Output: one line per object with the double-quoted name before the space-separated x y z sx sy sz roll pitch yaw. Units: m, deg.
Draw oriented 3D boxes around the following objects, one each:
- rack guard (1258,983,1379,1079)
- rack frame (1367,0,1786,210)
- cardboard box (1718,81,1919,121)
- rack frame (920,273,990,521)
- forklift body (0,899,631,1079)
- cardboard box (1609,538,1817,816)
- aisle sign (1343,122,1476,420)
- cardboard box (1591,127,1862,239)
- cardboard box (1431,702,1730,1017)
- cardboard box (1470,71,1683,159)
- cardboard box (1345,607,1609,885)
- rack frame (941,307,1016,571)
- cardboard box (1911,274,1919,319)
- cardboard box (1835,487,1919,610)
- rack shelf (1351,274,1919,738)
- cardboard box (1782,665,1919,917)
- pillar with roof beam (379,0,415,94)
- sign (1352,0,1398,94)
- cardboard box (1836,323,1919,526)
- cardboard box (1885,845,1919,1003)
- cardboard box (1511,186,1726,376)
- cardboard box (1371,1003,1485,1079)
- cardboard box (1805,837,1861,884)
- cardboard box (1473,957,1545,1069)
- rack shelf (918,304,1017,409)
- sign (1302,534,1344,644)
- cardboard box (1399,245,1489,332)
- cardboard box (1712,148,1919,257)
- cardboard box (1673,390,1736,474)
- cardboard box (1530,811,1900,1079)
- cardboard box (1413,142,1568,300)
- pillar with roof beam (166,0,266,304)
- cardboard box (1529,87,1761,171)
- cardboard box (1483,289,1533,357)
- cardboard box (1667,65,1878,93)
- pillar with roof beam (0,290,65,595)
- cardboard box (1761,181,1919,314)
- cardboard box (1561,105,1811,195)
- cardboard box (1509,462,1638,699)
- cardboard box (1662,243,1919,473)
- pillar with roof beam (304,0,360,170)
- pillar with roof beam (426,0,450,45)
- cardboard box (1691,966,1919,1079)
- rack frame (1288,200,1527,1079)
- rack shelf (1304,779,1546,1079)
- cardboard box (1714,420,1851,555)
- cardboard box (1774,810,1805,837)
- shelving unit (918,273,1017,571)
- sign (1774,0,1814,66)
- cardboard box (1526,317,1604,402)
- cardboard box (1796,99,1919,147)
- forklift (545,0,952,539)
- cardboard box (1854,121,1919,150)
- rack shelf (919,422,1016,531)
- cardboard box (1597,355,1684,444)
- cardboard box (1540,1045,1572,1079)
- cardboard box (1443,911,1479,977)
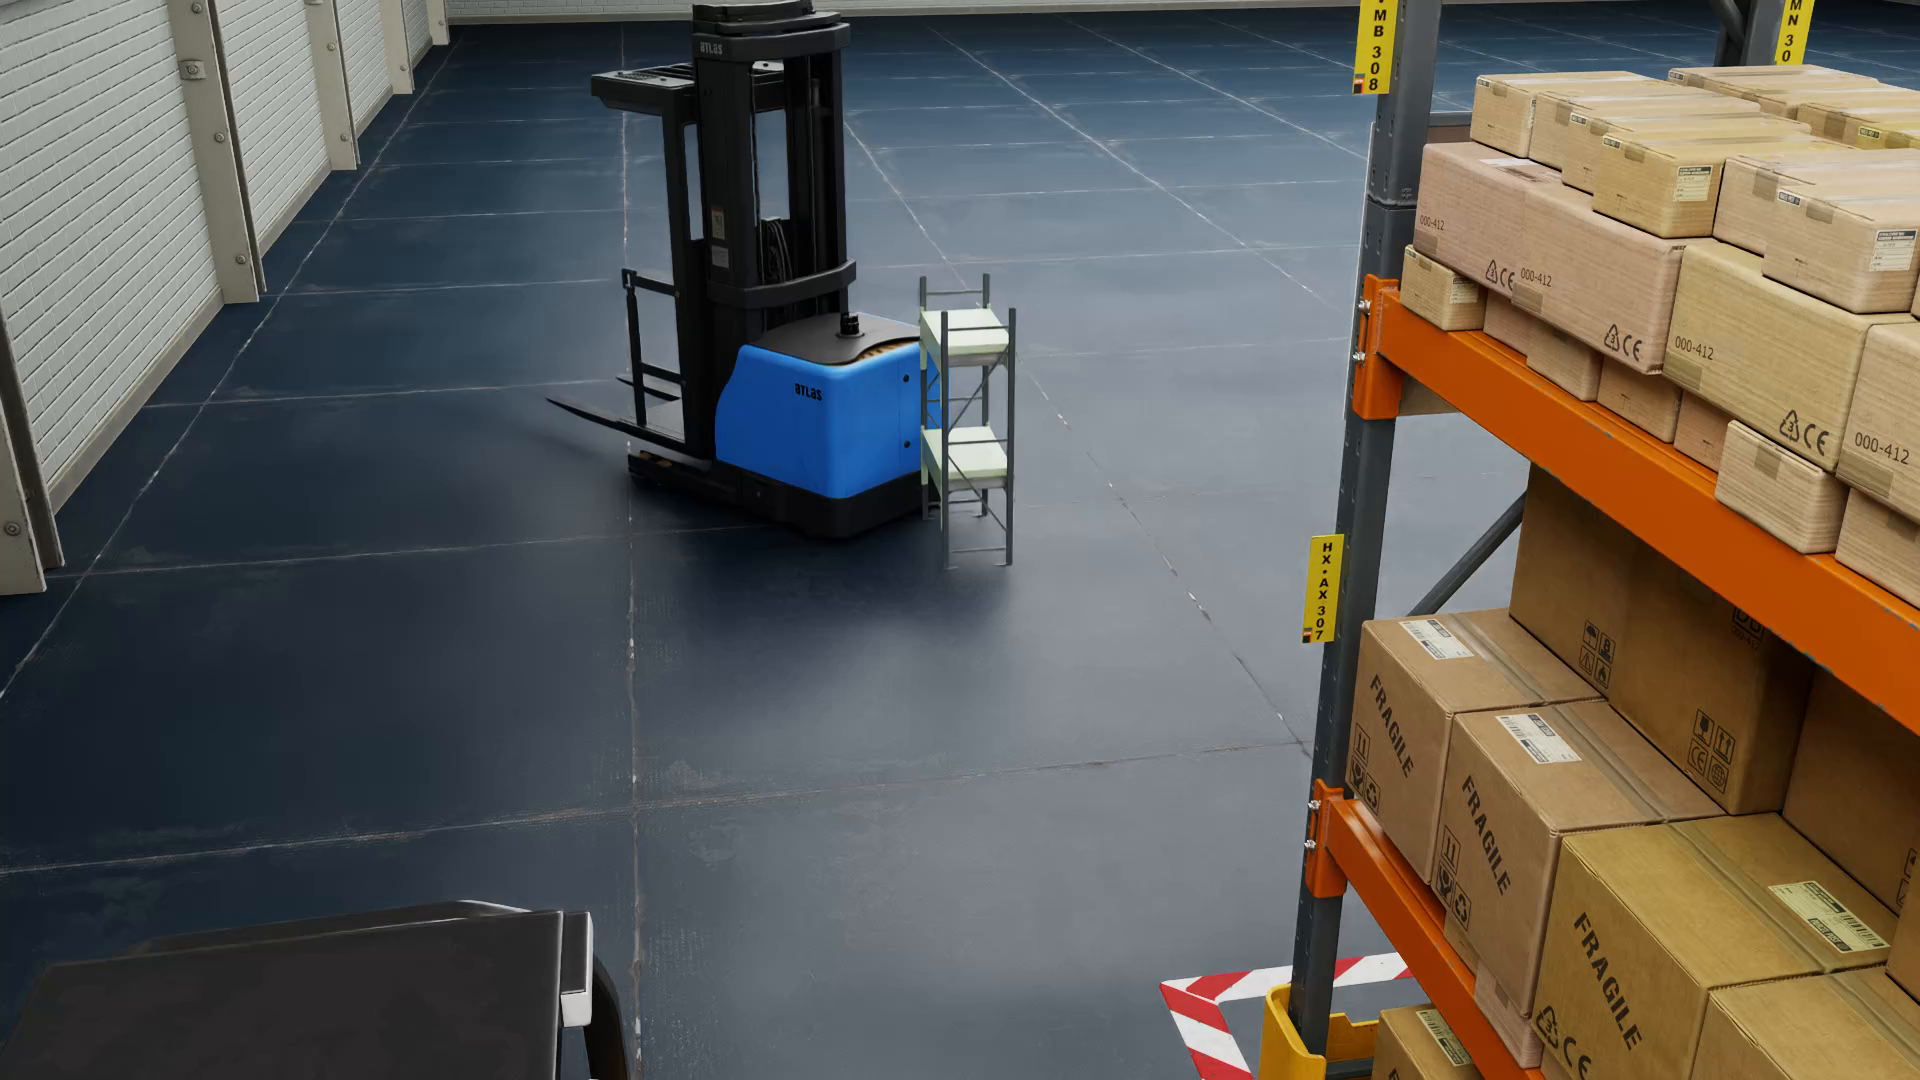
"rack guard" 1.555 1.669 5.304 1.175 0.500 0.348 -4 24 -10
"rack frame" 1.541 -2.256 3.671 1.000 3.000 0.127 -4 24 -10
"cardboard box" 1.904 -0.916 3.669 0.380 0.149 0.250 -4 24 -9
"rack frame" -0.030 -0.820 9.753 0.400 1.500 0.023 -4 24 -9
"forklift body" -1.193 1.862 2.799 2.313 2.155 1.214 -4 24 -10
"cardboard box" 1.937 0.238 3.712 0.700 0.500 0.500 -4 24 -9
"aisle sign" 1.225 -0.699 4.355 0.394 0.787 0.004 -4 24 -10
"cardboard box" 1.428 -0.671 3.109 0.380 0.149 0.250 -4 24 -10
"cardboard box" 1.455 0.722 3.853 0.500 0.500 0.500 -4 24 -8
"cardboard box" 1.407 -0.976 3.808 0.380 0.149 0.250 -4 24 -10
"cardboard box" 1.356 0.518 4.319 0.500 0.500 0.500 -5 24 -11
"rack frame" 0.098 -0.531 9.093 0.400 1.500 0.023 -4 24 -9
"cardboard box" 1.657 -0.376 2.432 0.380 0.149 0.250 -4 24 -9
"cardboard box" 1.615 -0.003 2.575 0.380 0.149 0.250 -5 24 -11
"rack shelf" 1.911 0.235 2.614 1.077 0.370 4.000 -4 24 -10
"cardboard box" 2.132 0.431 3.270 0.700 0.500 0.500 -5 24 -10
"pillar with roof beam" -4.300 -11.305 24.391 9.100 9.000 0.400 -4 24 -10
"sign" 1.008 -1.241 4.005 0.100 0.325 0.005 -4 24 -10
"cardboard box" 1.651 -0.128 2.363 0.500 0.250 0.500 -4 24 -9
"cardboard box" 2.088 0.637 2.798 0.700 0.500 0.500 -4 24 -10
"cardboard box" 1.456 -0.532 3.289 0.500 0.250 0.500 -5 24 -11
"cardboard box" 1.424 1.565 4.394 0.500 0.500 0.500 -5 24 -12
"cardboard box" 2.090 0.899 3.447 0.500 0.500 0.500 -4 24 -10
"cardboard box" 1.432 1.069 3.867 0.380 0.149 0.250 -4 24 -9
"rack shelf" 0.034 -1.033 9.267 0.431 0.370 0.720 -4 24 -9
"sign" 1.008 0.137 4.607 0.100 0.325 0.005 -4 24 -10
"cardboard box" 1.284 -0.611 3.968 0.380 0.149 0.250 -4 24 -10
"cardboard box" 1.568 -0.581 2.902 0.380 0.149 0.250 -4 24 -10
"cardboard box" 1.558 -0.208 3.045 0.380 0.149 0.250 -5 24 -11
"cardboard box" 1.551 0.922 3.394 0.500 0.500 0.500 -5 24 -11
"cardboard box" 1.372 -0.731 3.744 0.500 0.250 0.500 -5 24 -11
"pillar with roof beam" -2.081 -6.585 13.584 9.100 9.000 0.400 -4 24 -10
"cardboard box" 1.469 -0.878 3.583 0.380 0.149 0.250 -4 24 -10
"cardboard box" 1.420 -0.515 3.747 0.380 0.149 0.250 -5 24 -11
"cardboard box" 1.894 -1.020 3.908 0.380 0.149 0.250 -4 24 -9
"pillar with roof beam" -0.972 -4.225 8.180 9.100 9.000 0.400 -4 24 -10
"cardboard box" 1.536 -0.472 2.653 0.380 0.149 0.250 -4 24 -8
"cardboard box" 1.454 -0.776 3.348 0.380 0.149 0.250 -4 24 -10
"cardboard box" 1.850 0.038 4.169 0.700 0.500 0.500 -5 24 -11
"cardboard box" 1.576 -0.331 2.828 0.500 0.250 0.500 -4 24 -8
"pillar with roof beam" -3.191 -8.945 18.988 9.100 9.000 0.400 -4 24 -10
"pillar with roof beam" -5.410 -13.665 29.795 9.100 9.000 0.400 -4 24 -10
"cardboard box" 1.653 1.122 2.938 0.500 0.500 0.500 -5 24 -11
"rack frame" 1.541 0.494 4.872 1.000 3.000 0.127 -4 24 -10
"rack shelf" 1.911 1.610 3.215 1.077 0.370 4.000 -4 24 -10
"cardboard box" 1.526 -0.103 2.805 0.380 0.149 0.250 -4 24 -9
"cardboard box" 2.001 0.702 3.899 0.500 0.500 0.500 -4 24 -10
"shelving unit" 0.034 -0.676 9.423 0.431 1.500 0.755 -4 24 -9
"sign" 2.090 -1.320 4.171 0.100 0.325 0.005 -4 24 -10
"cardboard box" 1.435 -0.408 3.503 0.380 0.149 0.250 -4 24 -8
"cardboard box" 1.969 -0.817 3.442 0.380 0.149 0.250 -5 24 -10
"forklift" -1.490 -1.824 10.265 3.031 2.935 1.130 19 30 37
"cardboard box" 1.965 -0.713 3.205 0.380 0.149 0.250 -4 24 -9
"rack shelf" 0.034 -0.377 9.553 0.431 0.370 0.720 -4 24 -9
"cardboard box" 1.505 -0.312 3.284 0.380 0.149 0.250 -4 24 -10
"cardboard box" 1.513 1.169 3.640 0.380 0.149 0.250 -4 24 -8
"cardboard box" 1.431 0.966 4.104 0.380 0.149 0.250 -5 24 -11
